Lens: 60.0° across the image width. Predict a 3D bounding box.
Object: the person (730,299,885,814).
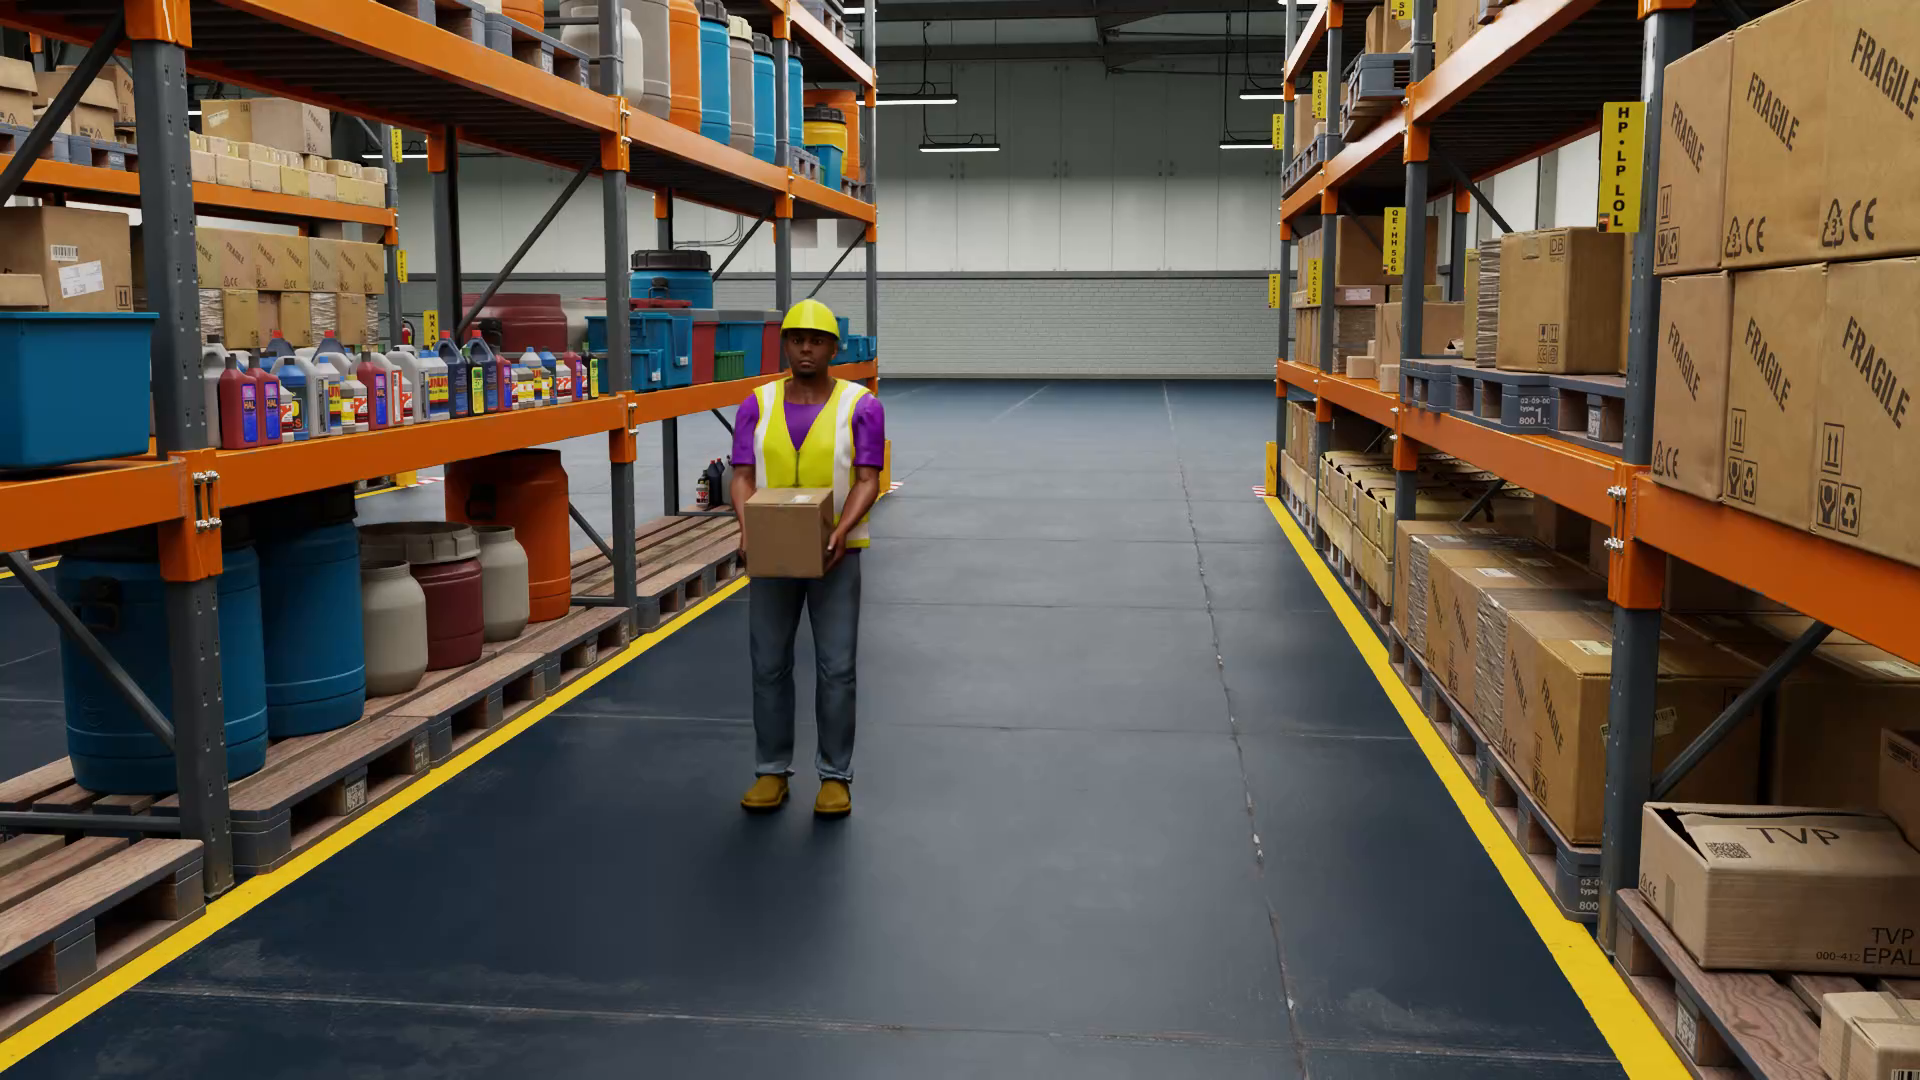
[{"bbox_3d":[-0.538,0.062,5.721,0.535,1.769,0.560,1,8,6],"label":"person"}]
